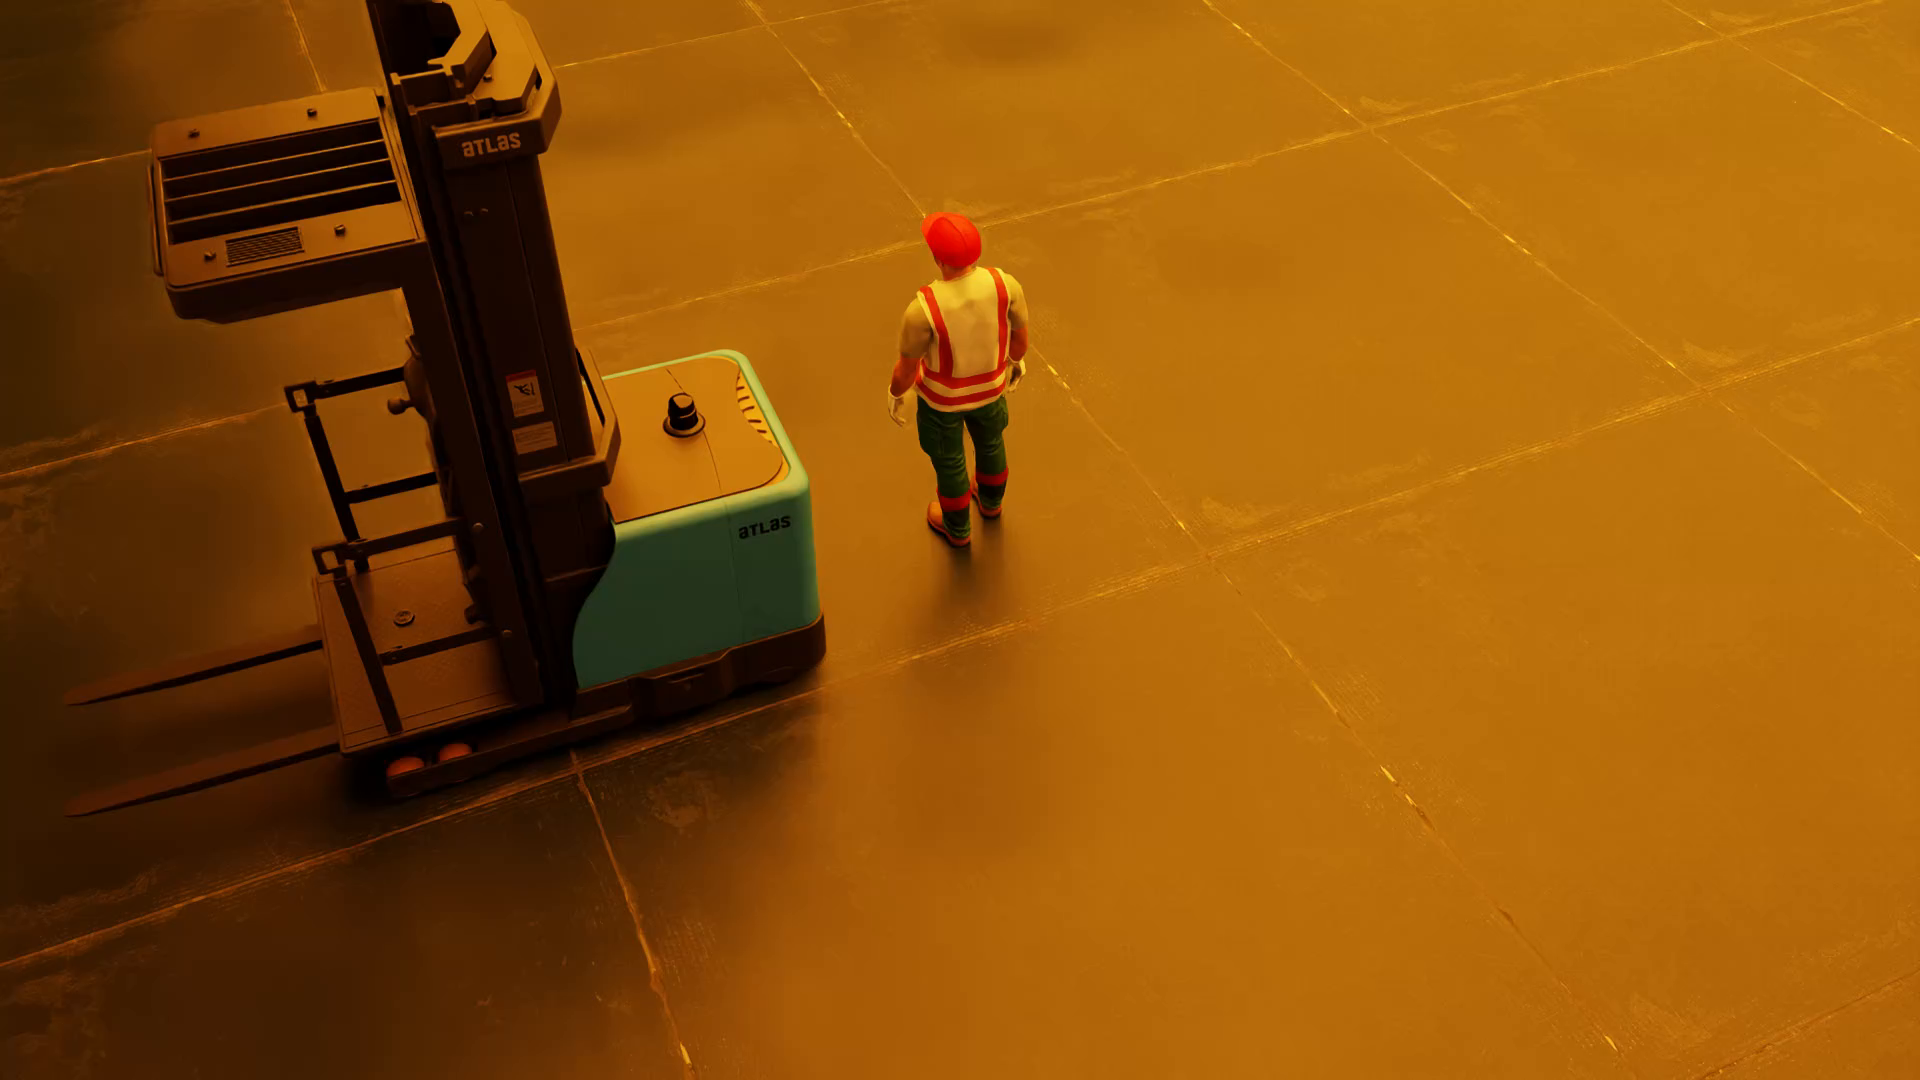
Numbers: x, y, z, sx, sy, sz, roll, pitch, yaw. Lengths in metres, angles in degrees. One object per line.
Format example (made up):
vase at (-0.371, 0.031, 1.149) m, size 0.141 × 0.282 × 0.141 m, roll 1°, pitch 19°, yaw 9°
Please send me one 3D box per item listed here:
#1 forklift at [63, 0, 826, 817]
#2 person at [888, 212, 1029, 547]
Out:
forklift at (-2.149, -0.447, 6.159) m, size 3.031 × 2.935 × 1.130 m, roll -15°, pitch 45°, yaw -16°
person at (-0.030, -0.717, 7.277) m, size 0.643 × 1.789 × 0.564 m, roll -16°, pitch 45°, yaw -16°
